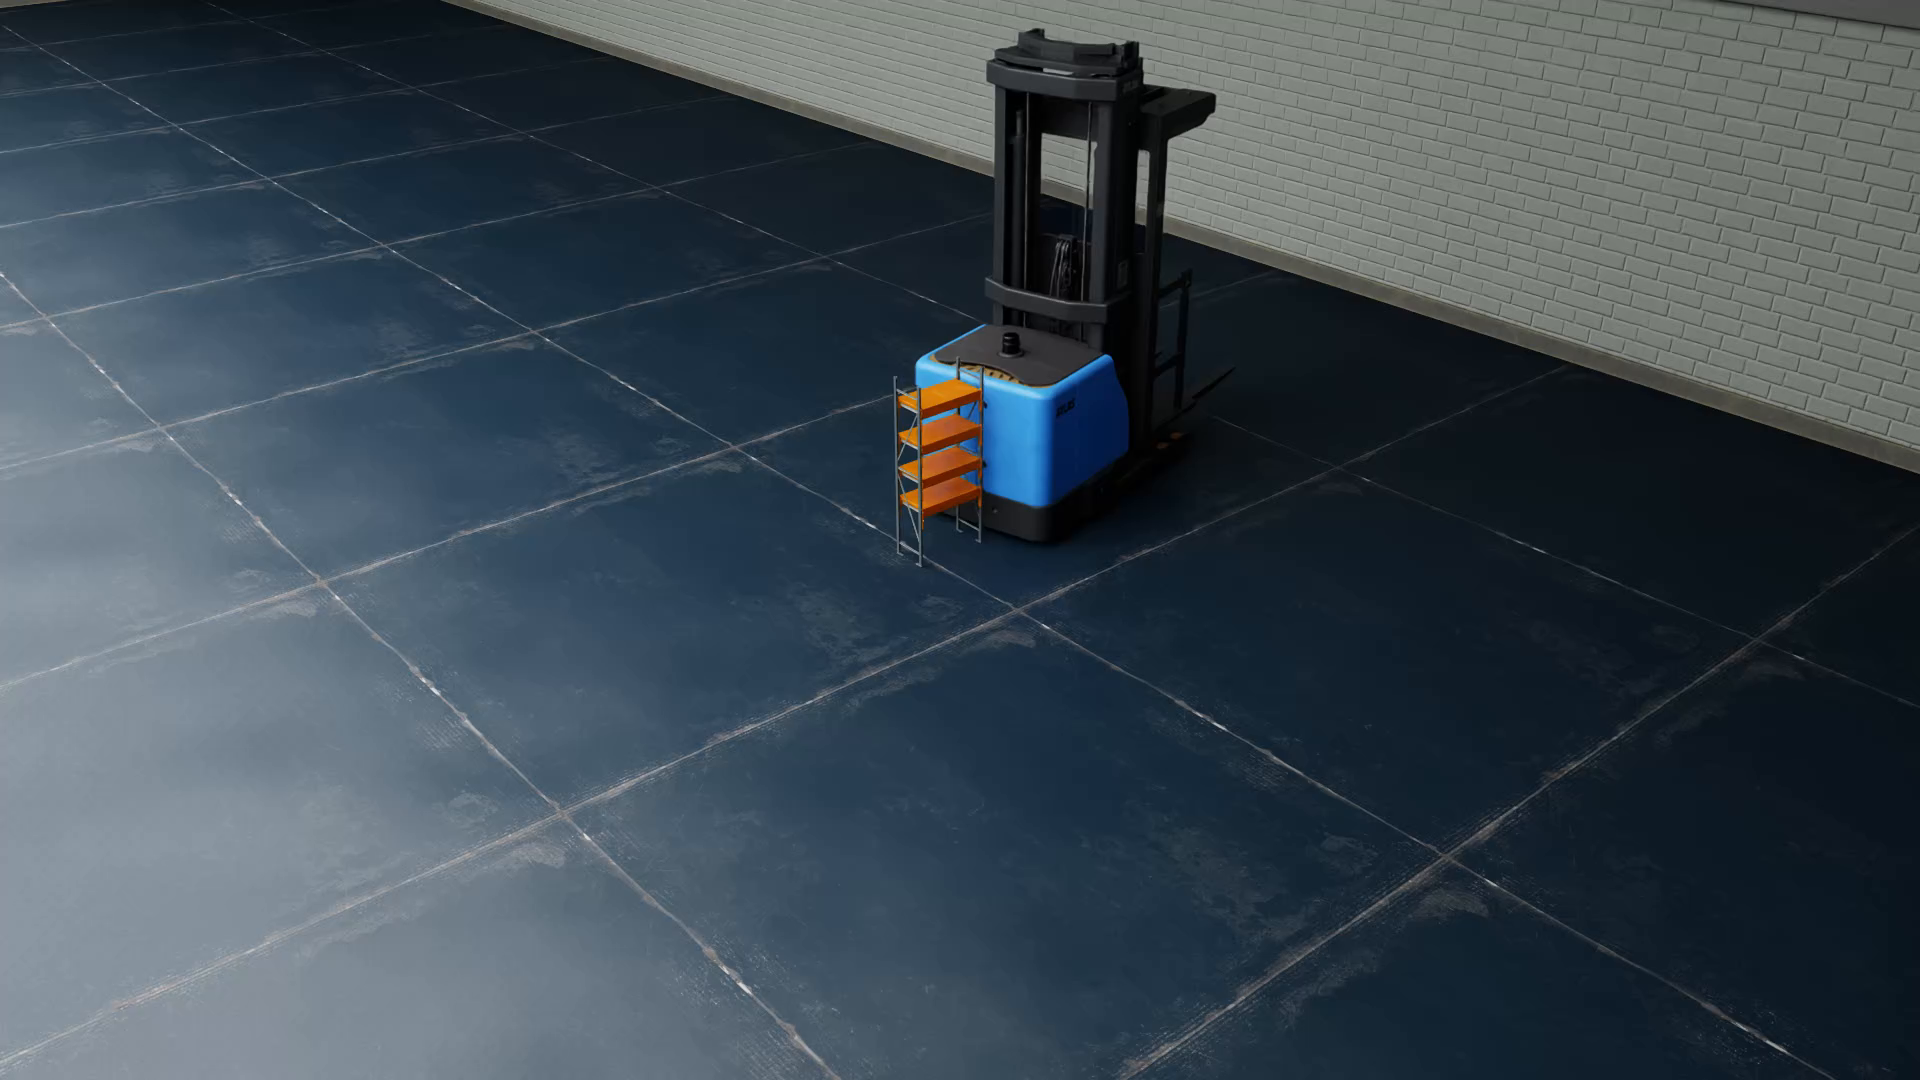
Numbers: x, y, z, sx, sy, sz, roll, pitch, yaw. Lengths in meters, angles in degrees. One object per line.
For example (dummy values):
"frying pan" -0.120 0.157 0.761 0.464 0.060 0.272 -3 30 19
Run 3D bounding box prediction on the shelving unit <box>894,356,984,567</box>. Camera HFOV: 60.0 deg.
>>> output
"shelving unit" -0.126 -0.479 10.231 0.503 1.200 0.258 -22 35 -35

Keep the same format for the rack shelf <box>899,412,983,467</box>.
"rack shelf" -0.126 -0.616 10.157 0.480 0.148 0.258 -22 35 -35

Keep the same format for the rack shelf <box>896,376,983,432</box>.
"rack shelf" -0.126 -0.825 10.046 0.480 0.148 0.258 -22 35 -35

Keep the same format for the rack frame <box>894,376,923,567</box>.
"rack frame" -0.312 -0.404 10.091 0.015 1.200 0.240 -22 35 -35

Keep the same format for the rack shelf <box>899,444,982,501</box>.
"rack shelf" -0.126 -0.419 10.262 0.480 0.148 0.258 -22 35 -35

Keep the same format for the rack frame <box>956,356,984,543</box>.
"rack frame" 0.060 -0.553 10.370 0.015 1.200 0.240 -22 35 -35

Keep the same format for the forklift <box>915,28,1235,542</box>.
"forklift" 0.955 -1.925 11.101 1.130 2.935 3.031 18 33 30

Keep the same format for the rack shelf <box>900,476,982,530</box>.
"rack shelf" -0.126 -0.244 10.356 0.480 0.148 0.258 -22 35 -35
